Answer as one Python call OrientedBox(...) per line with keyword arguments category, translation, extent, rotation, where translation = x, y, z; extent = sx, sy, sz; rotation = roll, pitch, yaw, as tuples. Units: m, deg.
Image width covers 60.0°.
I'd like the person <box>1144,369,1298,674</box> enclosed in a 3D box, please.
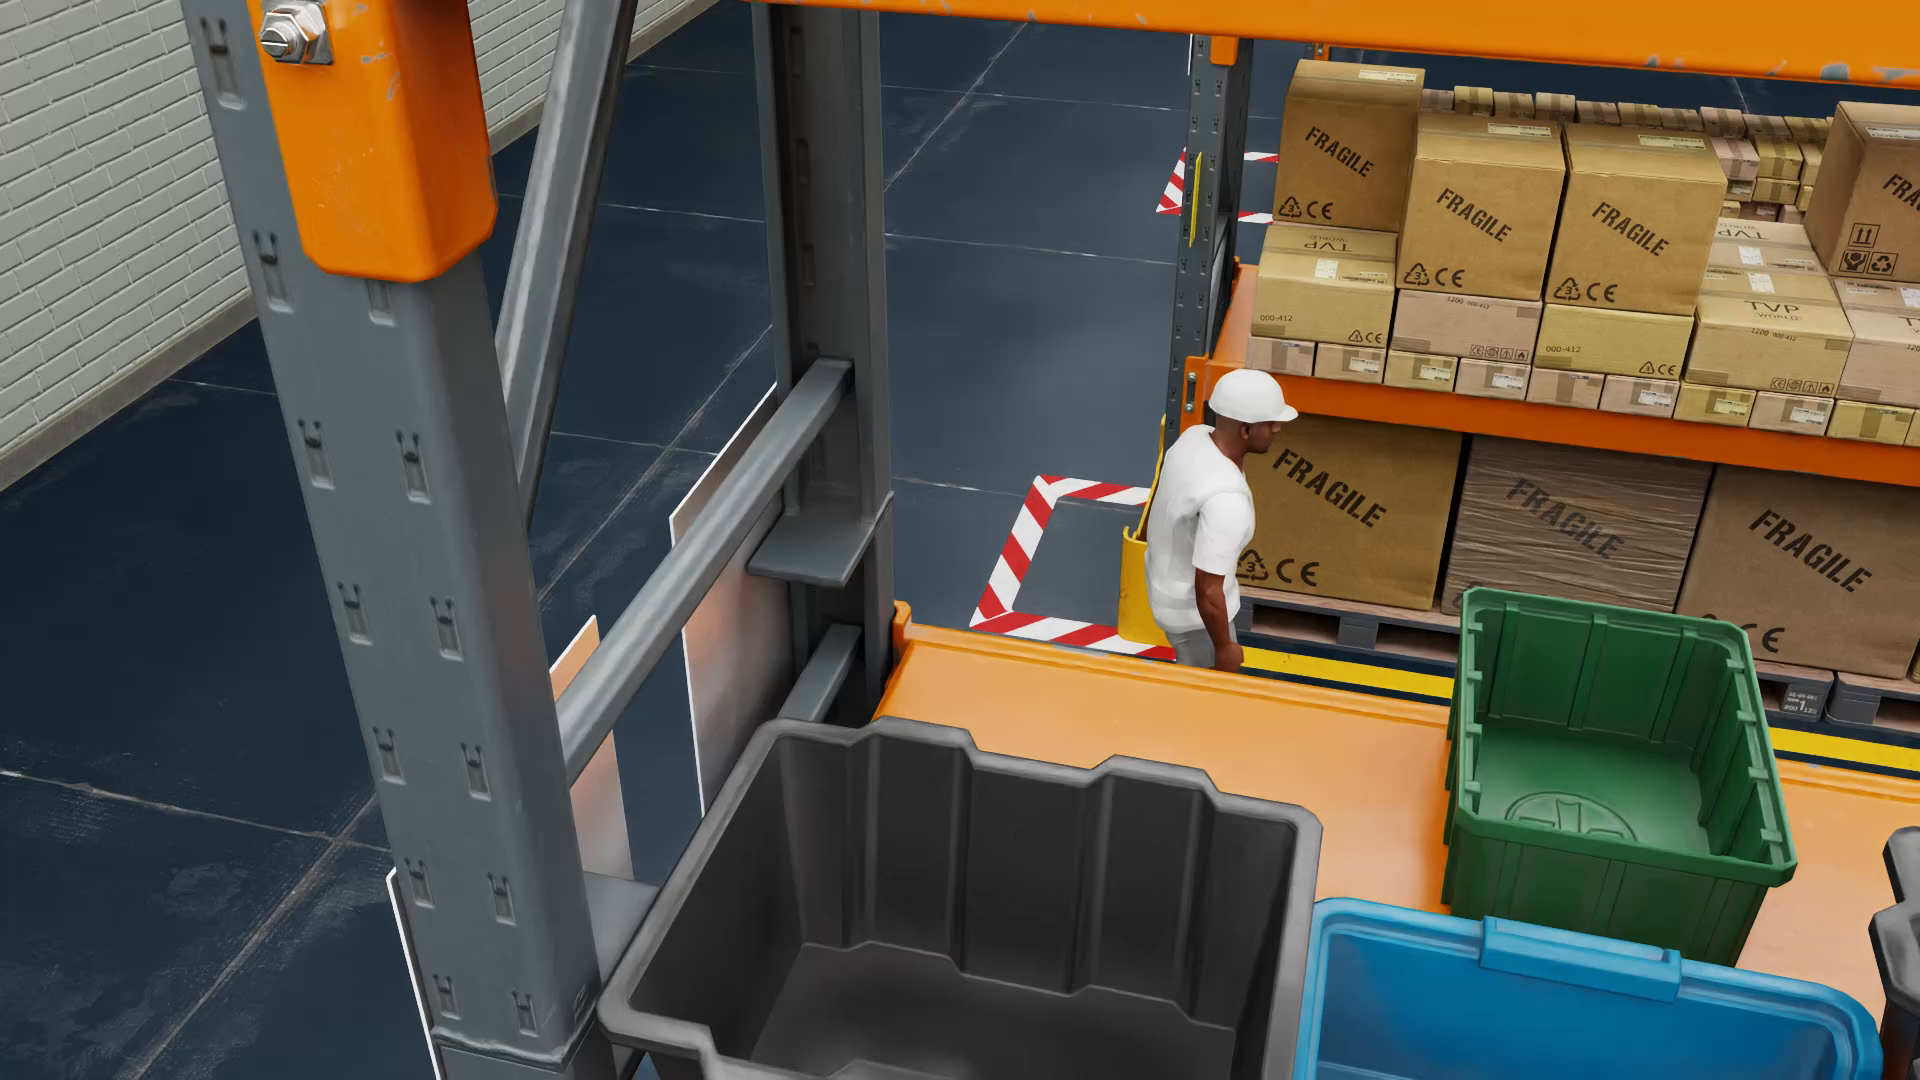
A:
OrientedBox(category="person", translation=(0.869, 0.212, 5.790), extent=(0.457, 1.761, 0.626), rotation=(0, 33, 0))
